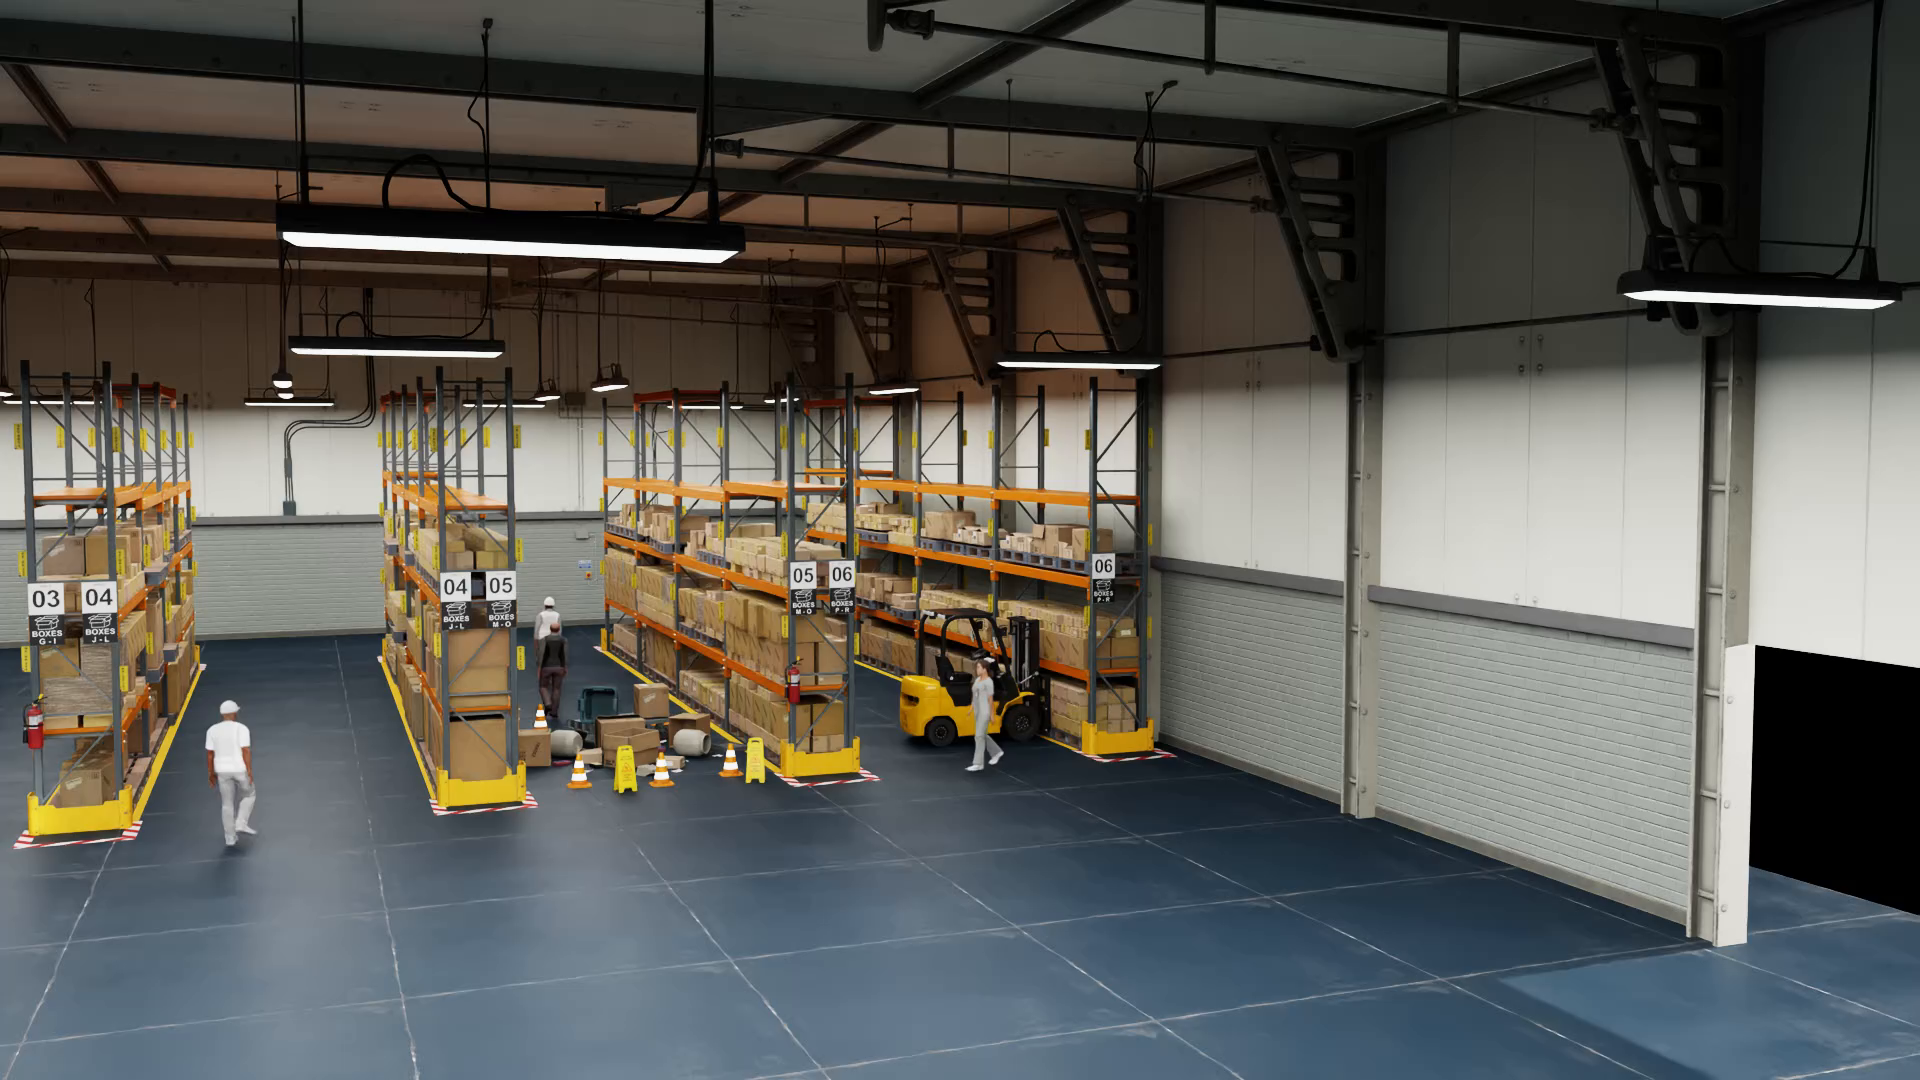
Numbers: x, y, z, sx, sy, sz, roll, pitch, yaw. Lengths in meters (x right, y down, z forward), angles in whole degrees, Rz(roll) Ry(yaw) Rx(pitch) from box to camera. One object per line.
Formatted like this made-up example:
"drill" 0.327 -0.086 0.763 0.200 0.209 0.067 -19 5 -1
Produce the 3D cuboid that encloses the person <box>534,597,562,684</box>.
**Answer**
"person" -8.439 2.058 34.072 0.569 1.770 0.461 -2 4 -25

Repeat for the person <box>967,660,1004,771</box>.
"person" 0.385 2.645 25.320 0.768 1.660 0.438 -2 4 -28

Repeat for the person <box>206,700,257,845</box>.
"person" -9.044 2.876 20.629 0.600 1.753 0.515 -1 3 -10

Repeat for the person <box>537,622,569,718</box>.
"person" -7.320 2.333 29.939 0.565 1.719 0.460 -1 4 -19
